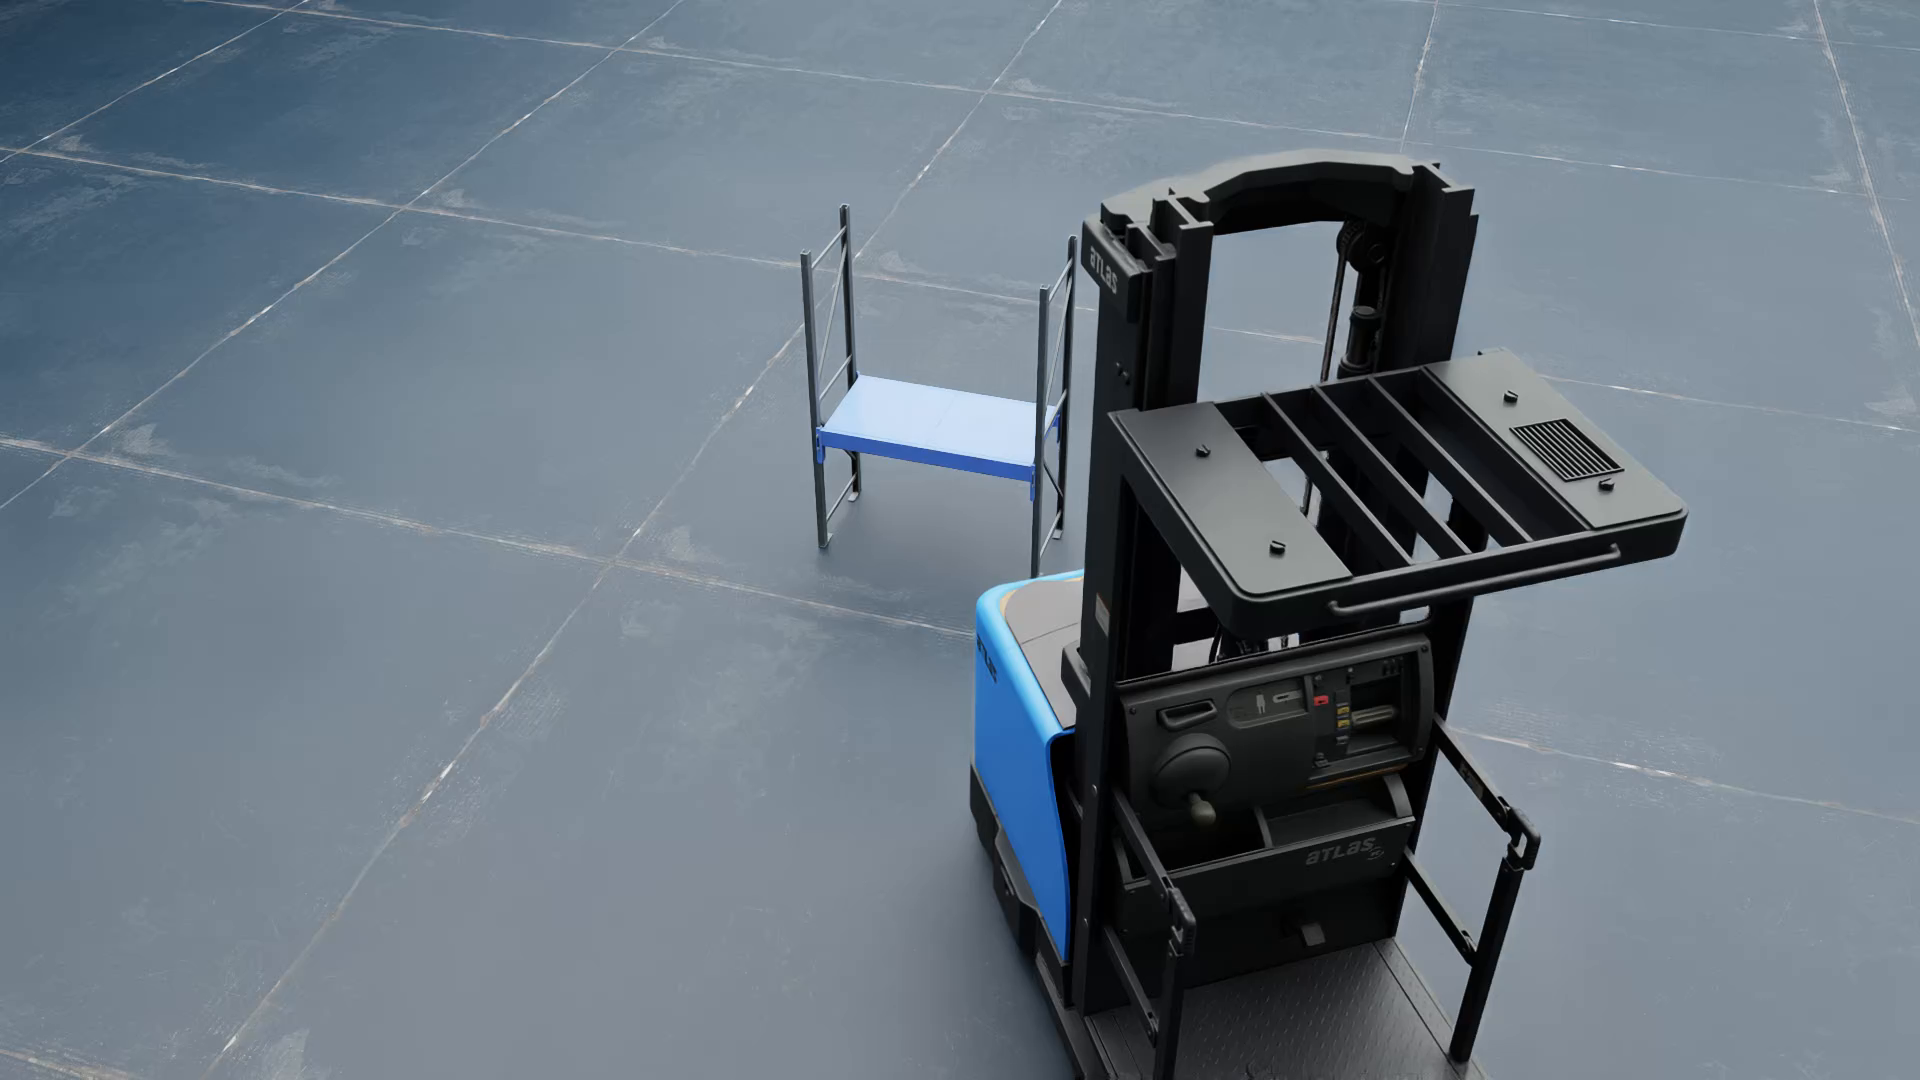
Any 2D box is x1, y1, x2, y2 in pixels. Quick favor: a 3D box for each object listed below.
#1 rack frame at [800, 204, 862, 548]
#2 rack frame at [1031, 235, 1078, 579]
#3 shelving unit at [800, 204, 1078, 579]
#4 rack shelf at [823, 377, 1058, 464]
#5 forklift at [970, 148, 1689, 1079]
[{"bbox_3d":[-0.567,-0.709,7.448,0.032,1.500,0.500,10,38,14],"label":"rack frame"},{"bbox_3d":[0.404,-0.529,7.204,0.032,1.500,0.500,10,38,14],"label":"rack frame"},{"bbox_3d":[-0.081,-0.619,7.326,1.048,1.500,0.500,10,38,14],"label":"shelving unit"},{"bbox_3d":[-0.081,-0.514,7.404,0.952,0.062,0.459,10,38,14],"label":"rack shelf"},{"bbox_3d":[0.958,0.602,4.460,1.130,2.935,3.031,-10,38,-14],"label":"forklift"}]
